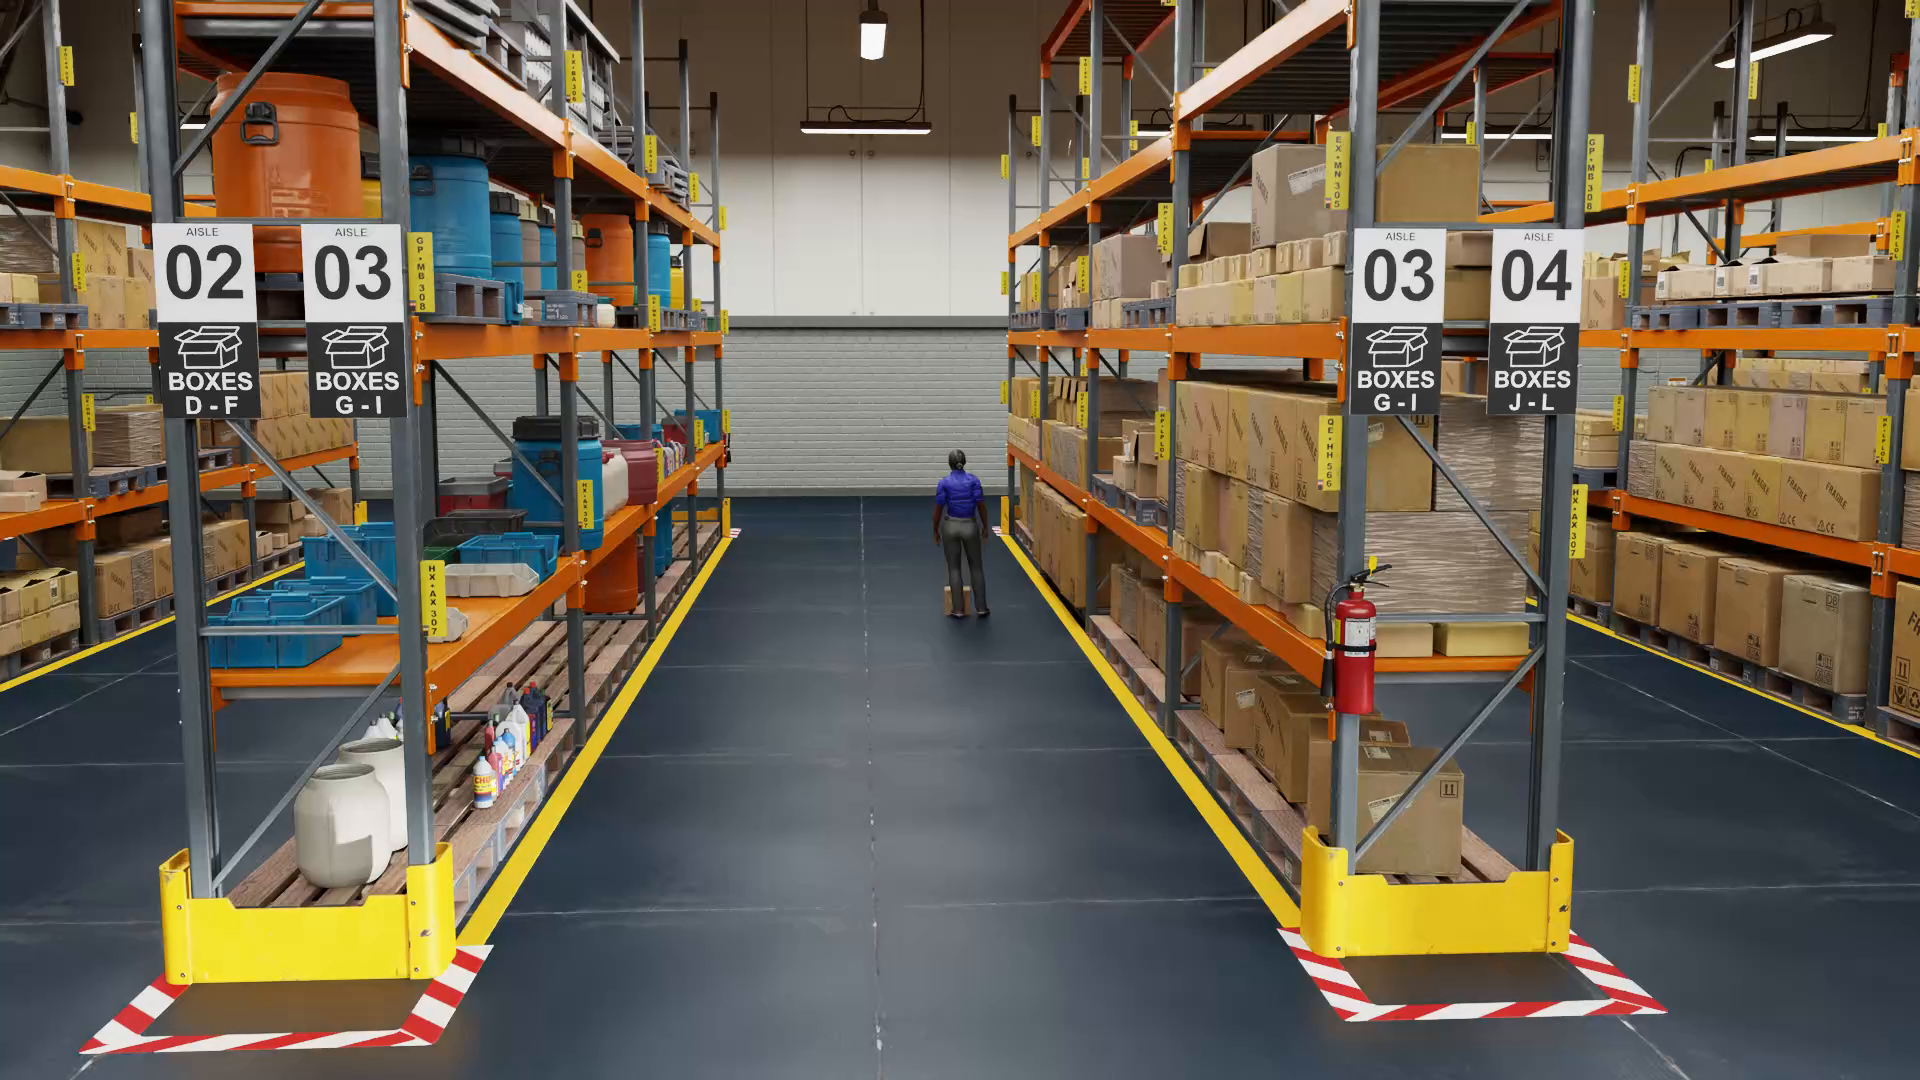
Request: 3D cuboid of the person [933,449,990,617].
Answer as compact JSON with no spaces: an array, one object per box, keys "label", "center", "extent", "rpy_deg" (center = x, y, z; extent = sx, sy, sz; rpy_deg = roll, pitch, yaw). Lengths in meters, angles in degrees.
[{"label":"person","center":[0.021,-0.076,16.322],"extent":[0.568,1.655,0.503],"rpy_deg":[0,7,-1]}]
